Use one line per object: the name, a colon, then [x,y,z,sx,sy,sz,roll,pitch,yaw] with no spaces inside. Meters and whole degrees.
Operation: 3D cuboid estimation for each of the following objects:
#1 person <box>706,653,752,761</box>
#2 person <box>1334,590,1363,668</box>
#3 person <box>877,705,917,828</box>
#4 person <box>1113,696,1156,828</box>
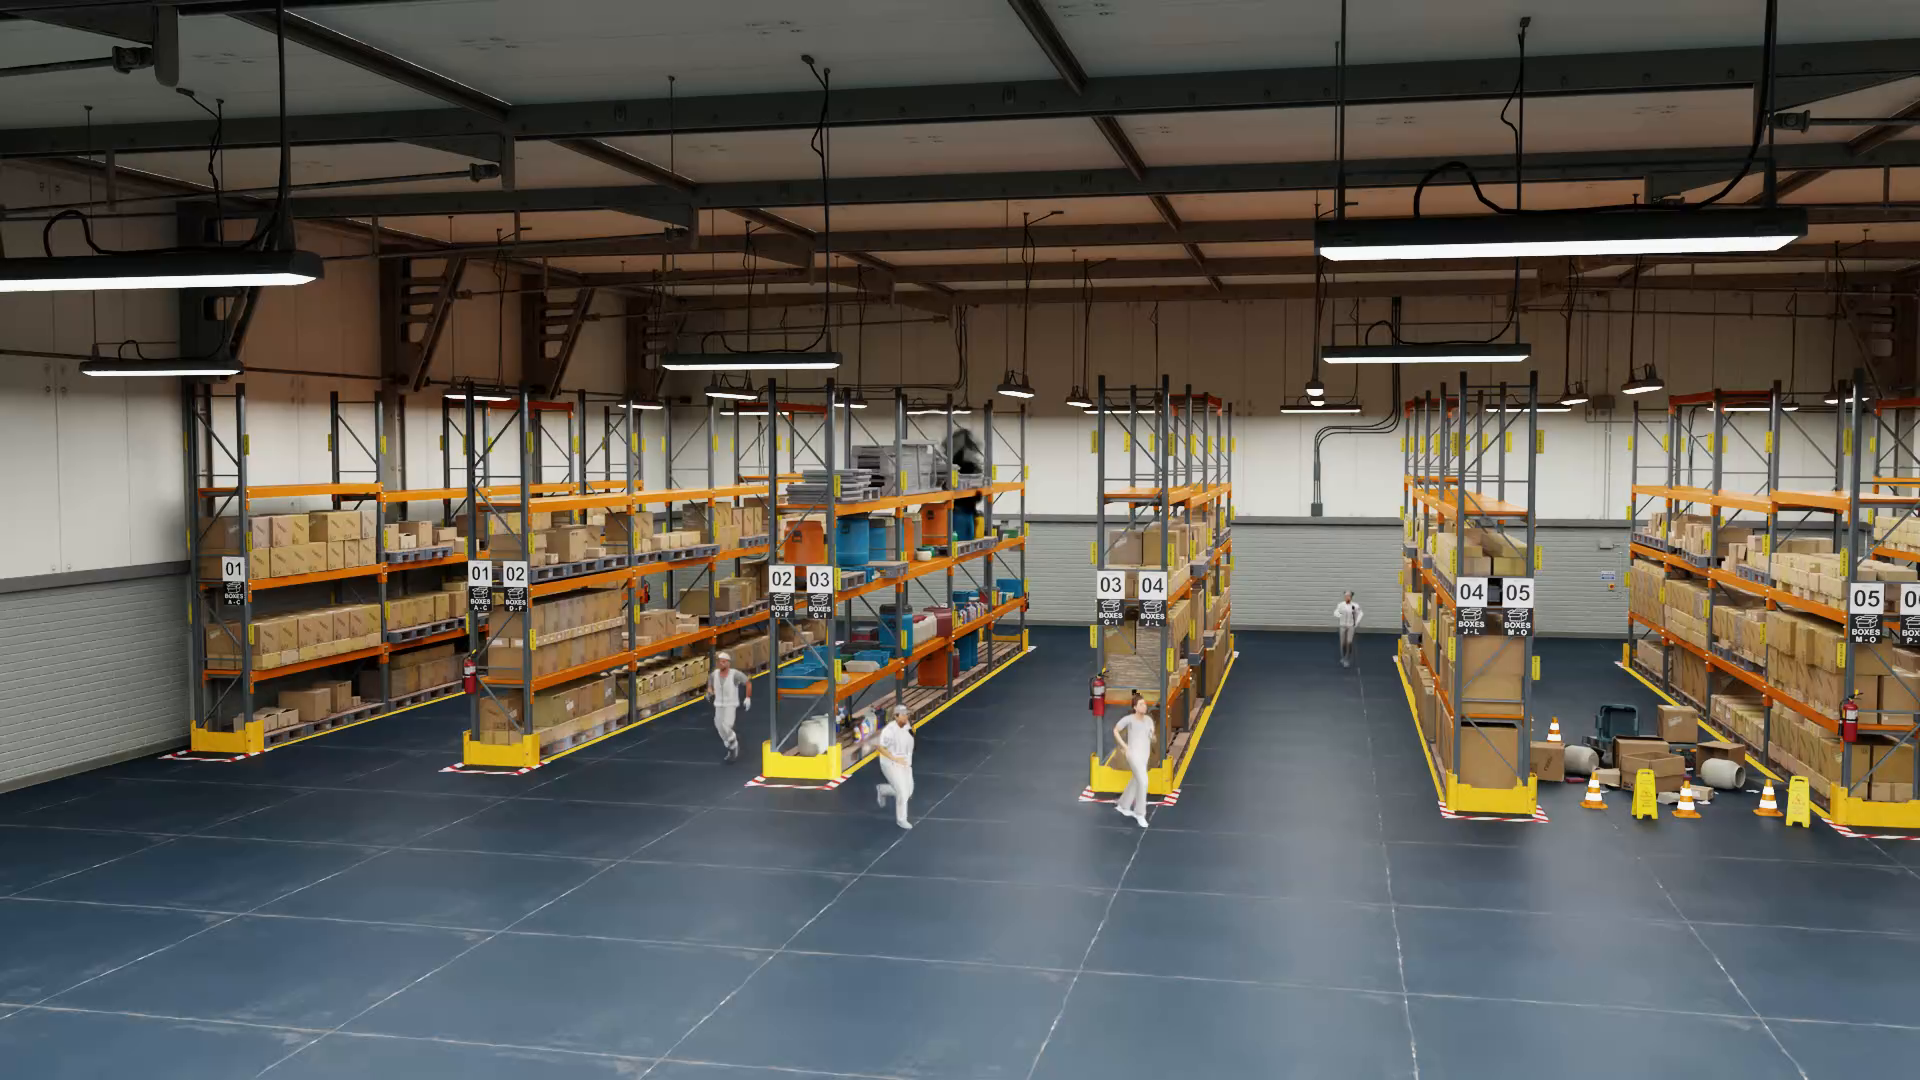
person: [-3.678,2.634,26.163,0.676,1.736,0.712,1,3,18]
person: [8.773,2.002,37.681,0.616,1.744,0.658,2,4,26]
person: [-0.869,2.967,21.891,0.671,1.632,0.636,3,4,40]
person: [2.335,2.908,22.048,0.555,1.714,0.707,-2,4,-37]
